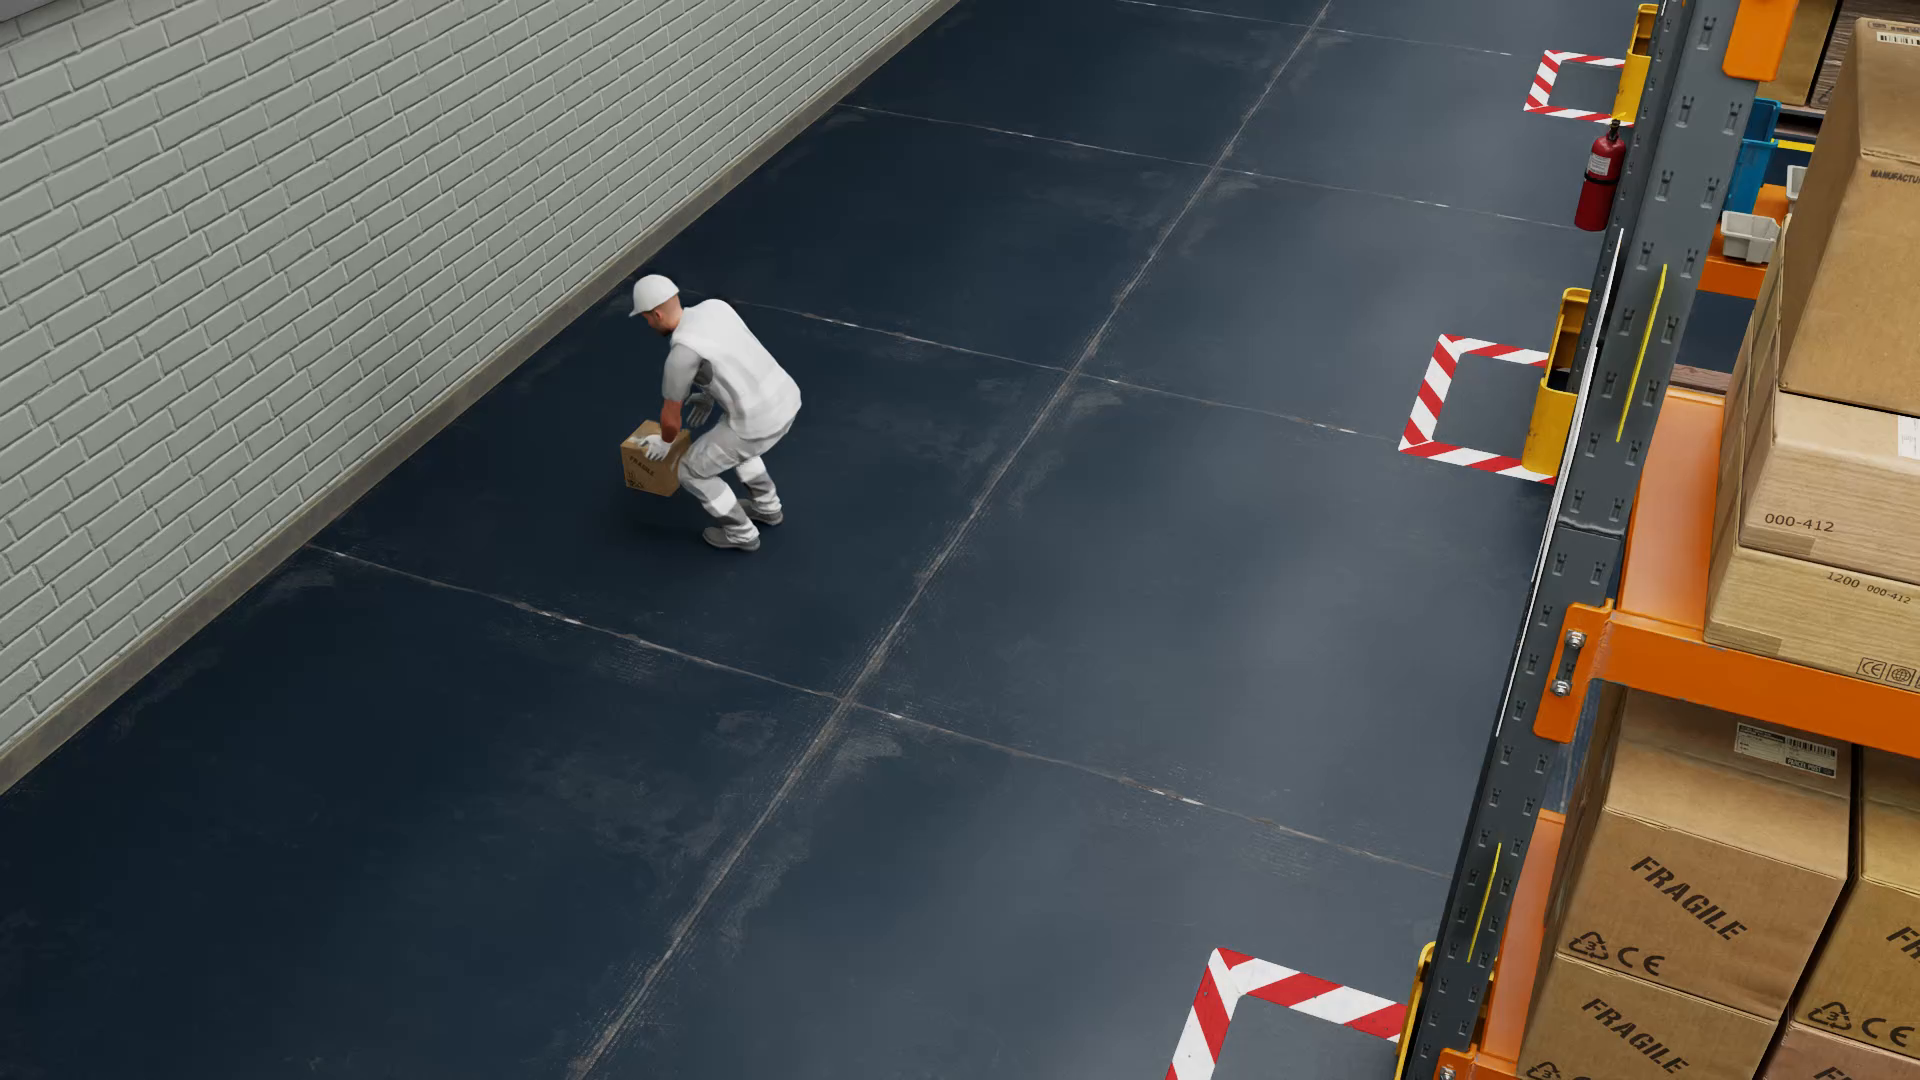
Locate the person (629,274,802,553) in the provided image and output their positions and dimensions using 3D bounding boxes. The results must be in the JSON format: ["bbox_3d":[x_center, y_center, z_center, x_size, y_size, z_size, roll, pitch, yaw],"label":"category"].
[{"bbox_3d":[-1.159,-0.591,7.916,0.780,1.384,0.584,14,39,18],"label":"person"}]
